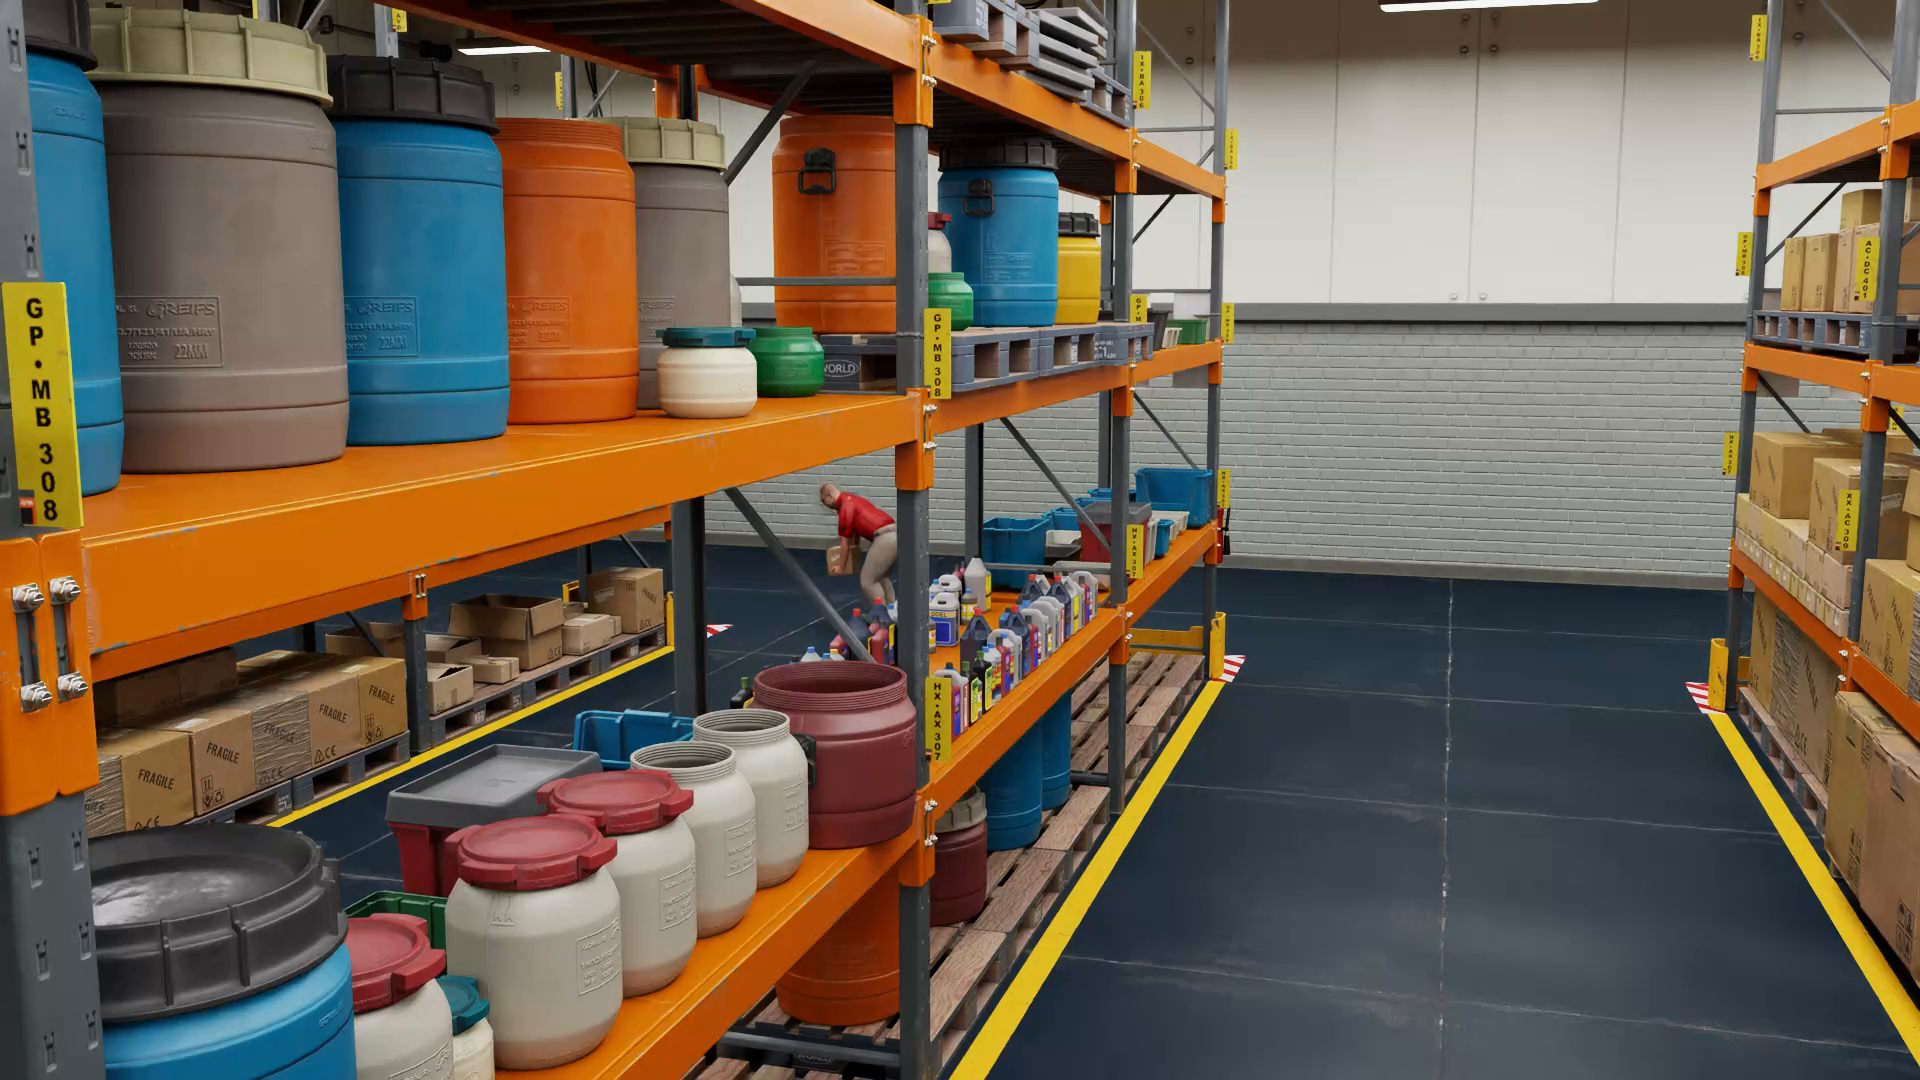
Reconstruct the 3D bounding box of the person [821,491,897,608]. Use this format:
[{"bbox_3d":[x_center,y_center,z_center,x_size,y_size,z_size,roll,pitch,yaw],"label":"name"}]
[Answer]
[{"bbox_3d":[-0.923,0.152,15.923,0.821,1.255,0.482,2,9,15],"label":"person"}]
